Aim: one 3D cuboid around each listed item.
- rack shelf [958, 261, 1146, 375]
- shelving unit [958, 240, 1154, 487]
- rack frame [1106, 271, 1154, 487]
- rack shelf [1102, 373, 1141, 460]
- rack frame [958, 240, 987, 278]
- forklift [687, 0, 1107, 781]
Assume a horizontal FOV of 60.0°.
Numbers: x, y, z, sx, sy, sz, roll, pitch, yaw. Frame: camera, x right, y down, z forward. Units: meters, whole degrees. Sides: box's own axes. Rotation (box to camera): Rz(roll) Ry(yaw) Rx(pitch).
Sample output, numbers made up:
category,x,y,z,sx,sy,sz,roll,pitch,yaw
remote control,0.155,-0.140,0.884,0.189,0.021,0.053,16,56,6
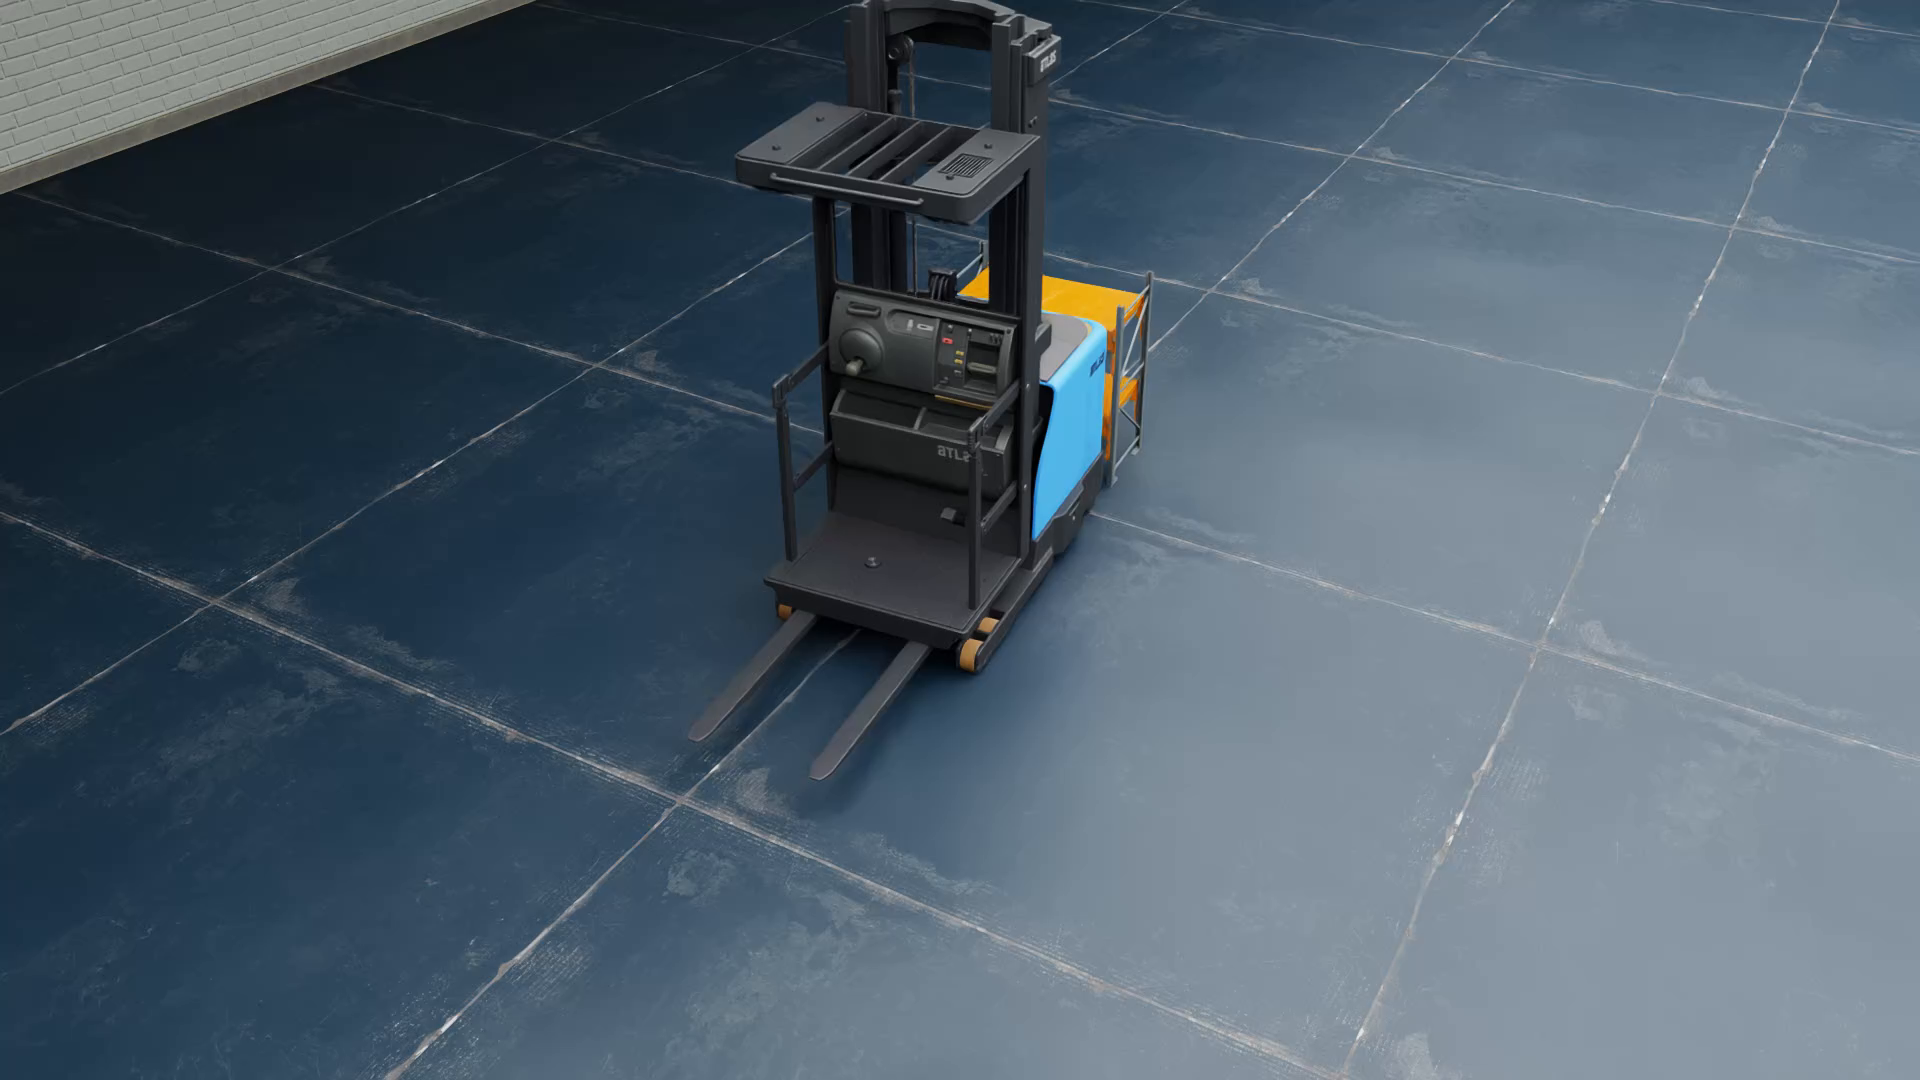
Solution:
category,x,y,z,sx,sy,sz,roll,pitch,yaw
rack shelf,0.496,-1.261,9.371,1.000,0.278,0.538,15,36,21
shelving unit,0.496,-1.017,9.533,1.048,1.125,0.538,15,36,21
rack frame,0.956,-0.897,9.353,0.032,1.125,0.500,15,36,21
rack shelf,0.496,-0.813,9.669,1.000,0.278,0.538,15,36,21
rack frame,0.036,-1.137,9.713,0.032,1.125,0.500,15,36,21
forklift,-0.273,-0.850,7.653,1.130,2.935,3.031,14,36,20
